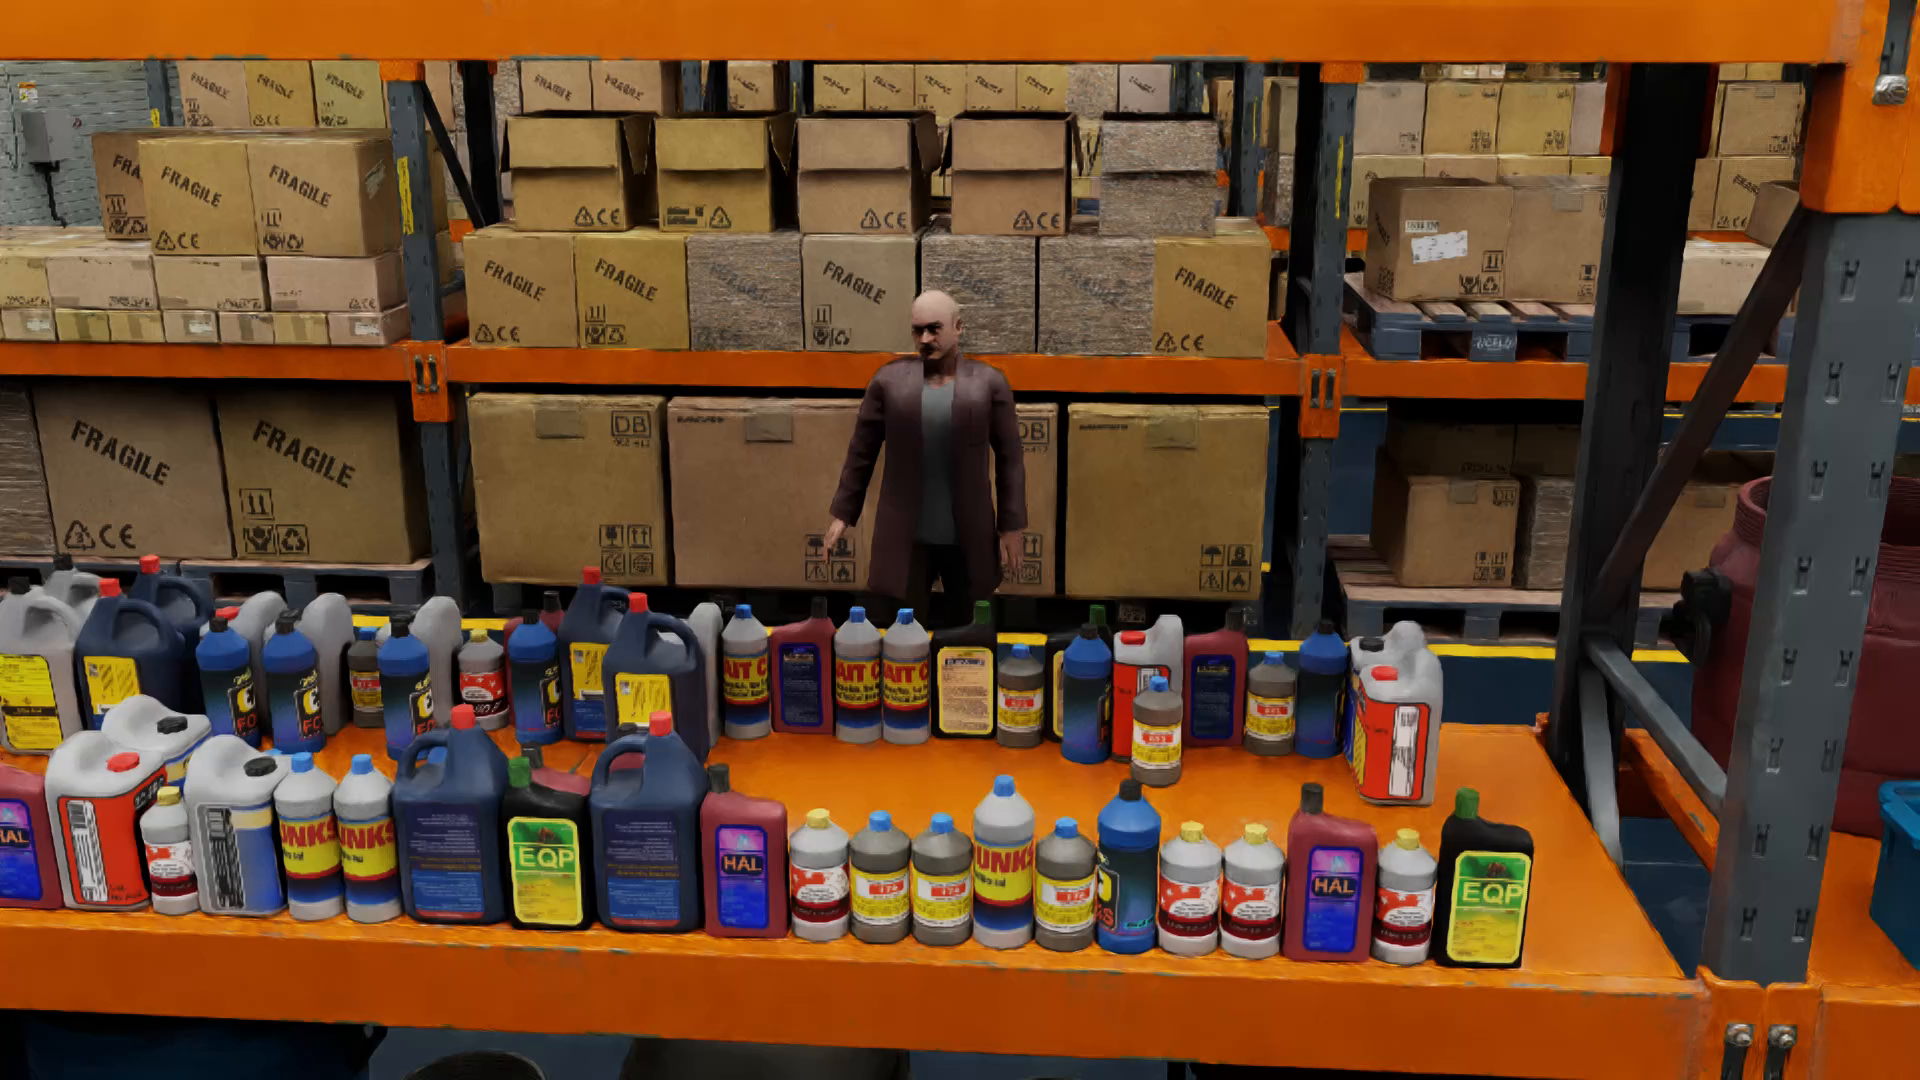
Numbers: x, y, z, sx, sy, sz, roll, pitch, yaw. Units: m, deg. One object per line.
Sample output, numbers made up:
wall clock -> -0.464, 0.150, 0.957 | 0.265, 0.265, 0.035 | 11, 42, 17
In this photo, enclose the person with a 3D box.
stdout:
person -> -0.120, -0.029, 6.134 | 0.779, 1.775, 0.674 | -1, 17, -2
